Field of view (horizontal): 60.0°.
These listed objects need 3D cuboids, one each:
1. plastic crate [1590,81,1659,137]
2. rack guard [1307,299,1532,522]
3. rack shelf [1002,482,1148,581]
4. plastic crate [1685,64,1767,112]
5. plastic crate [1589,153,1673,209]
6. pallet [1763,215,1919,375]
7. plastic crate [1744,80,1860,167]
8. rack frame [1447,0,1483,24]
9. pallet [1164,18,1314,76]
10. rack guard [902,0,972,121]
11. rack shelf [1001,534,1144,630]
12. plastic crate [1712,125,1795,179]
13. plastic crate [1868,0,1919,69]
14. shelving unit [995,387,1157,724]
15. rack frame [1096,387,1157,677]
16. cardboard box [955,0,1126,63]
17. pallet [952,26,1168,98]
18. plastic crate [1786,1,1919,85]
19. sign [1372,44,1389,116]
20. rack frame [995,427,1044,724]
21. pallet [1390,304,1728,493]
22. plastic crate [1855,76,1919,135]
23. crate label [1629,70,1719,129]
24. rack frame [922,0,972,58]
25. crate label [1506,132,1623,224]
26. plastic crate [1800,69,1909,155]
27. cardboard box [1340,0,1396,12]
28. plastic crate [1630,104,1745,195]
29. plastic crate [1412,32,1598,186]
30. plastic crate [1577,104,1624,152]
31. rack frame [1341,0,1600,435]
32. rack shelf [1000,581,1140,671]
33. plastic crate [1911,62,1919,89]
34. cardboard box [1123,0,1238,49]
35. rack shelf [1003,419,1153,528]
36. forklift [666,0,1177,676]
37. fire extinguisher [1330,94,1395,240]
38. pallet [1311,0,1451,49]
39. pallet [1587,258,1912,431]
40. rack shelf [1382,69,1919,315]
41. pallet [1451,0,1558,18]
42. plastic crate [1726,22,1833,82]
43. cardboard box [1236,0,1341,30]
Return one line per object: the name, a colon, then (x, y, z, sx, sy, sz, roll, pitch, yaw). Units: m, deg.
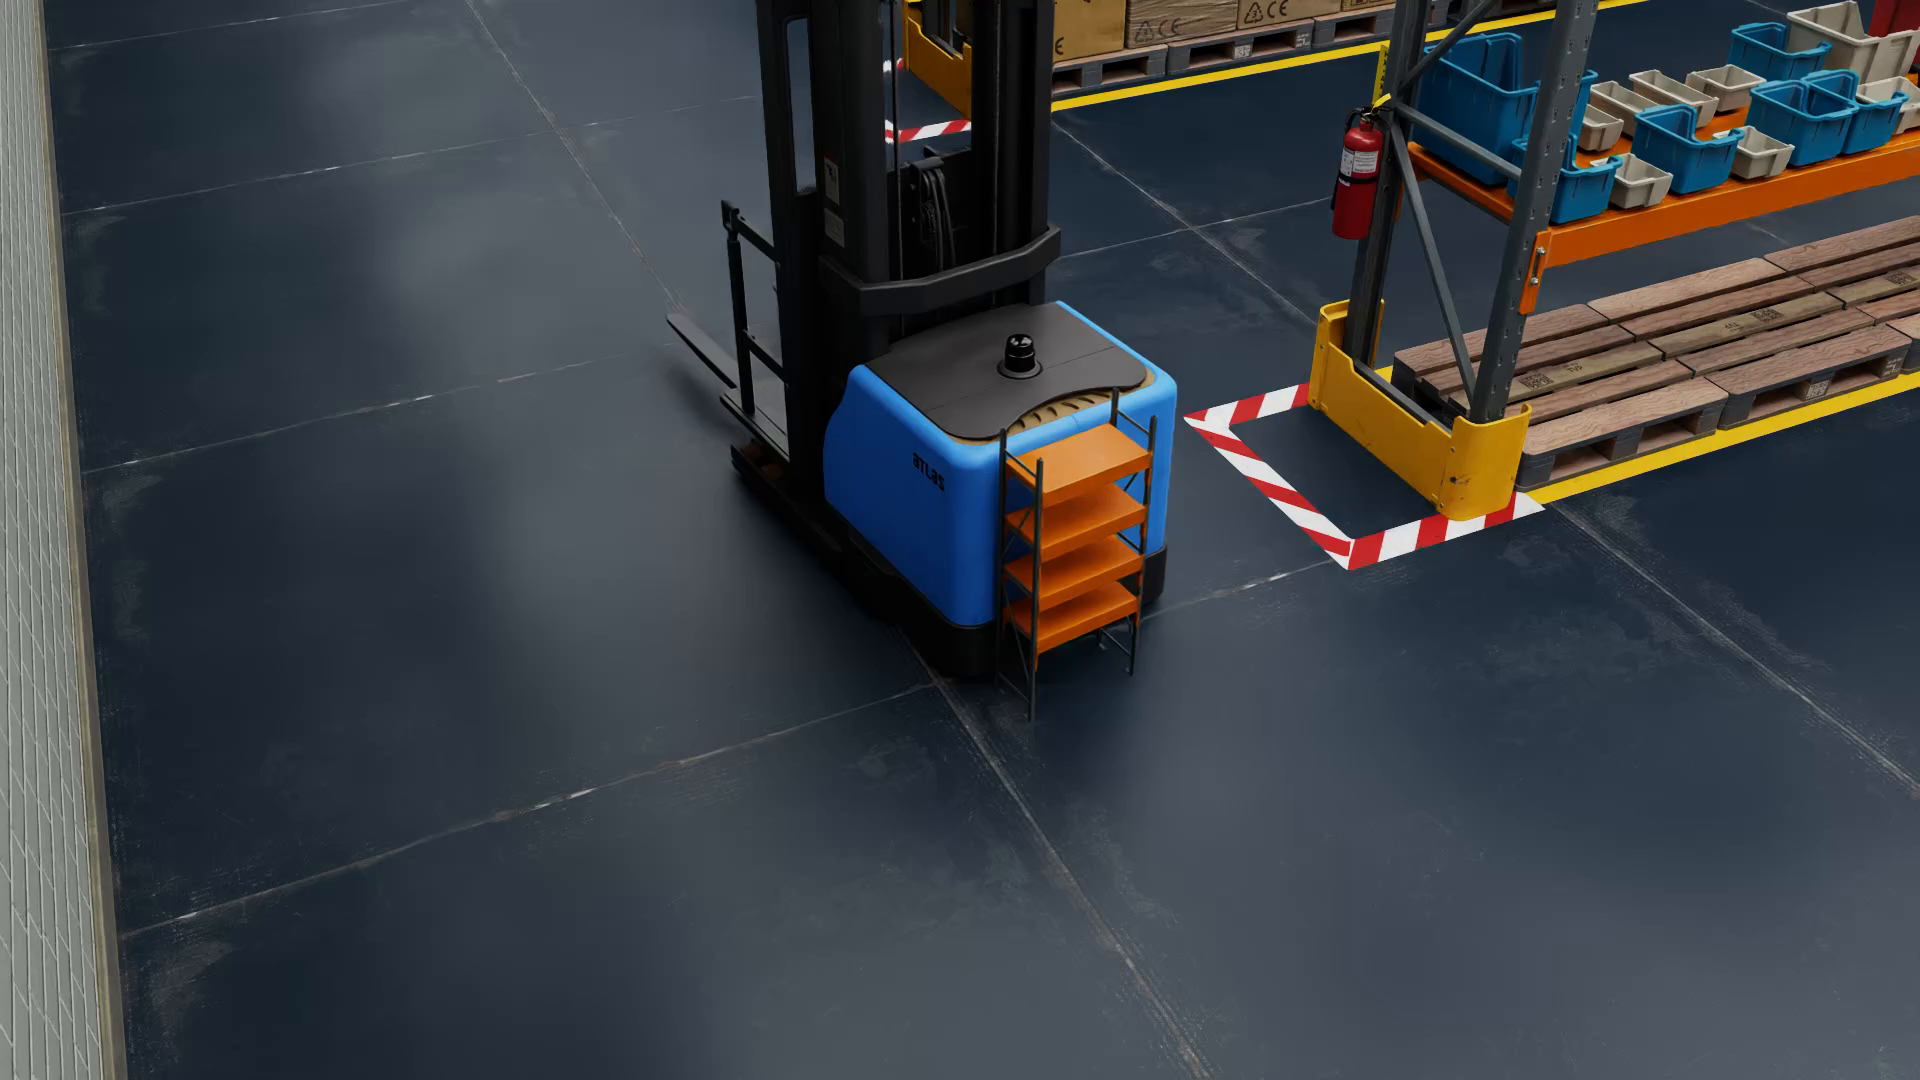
plastic crate: (3.034, -1.933, 7.509, 0.243, 0.136, 0.396, -16, 39, -20)
rack guard: (2.088, -0.628, 7.677, 0.348, 0.500, 1.175, -16, 39, -20)
rack shelf: (0.414, -0.052, 6.049, 0.480, 0.148, 0.258, -21, 42, -26)
plastic crate: (3.536, -2.102, 7.736, 0.250, 0.136, 0.298, -16, 39, -20)
plastic crate: (2.793, -1.485, 6.905, 0.298, 0.136, 0.250, -16, 39, -20)
pallet: (5.076, -1.331, 8.867, 1.213, 0.211, 1.003, -16, 39, -20)
plastic crate: (3.659, -1.820, 7.276, 0.300, 0.233, 0.416, -16, 39, -20)
rack frame: (3.621, -5.329, 11.916, 0.127, 3.000, 1.000, -16, 39, -20)
pallet: (1.793, -3.747, 12.125, 1.213, 0.211, 1.003, -16, 39, -20)
rack guard: (-0.022, -3.306, 11.288, 0.348, 0.500, 1.175, -16, 39, -20)
rack shelf: (0.414, 0.128, 6.183, 0.480, 0.148, 0.258, -21, 42, -26)
plastic crate: (3.407, -1.657, 7.136, 0.298, 0.136, 0.250, -16, 39, -20)
plastic crate: (4.810, -2.617, 8.156, 0.583, 0.464, 0.402, -16, 39, -20)
shelving unit: (0.414, 0.074, 6.143, 0.503, 1.200, 0.258, -21, 42, -26)
rack frame: (0.618, -0.006, 6.250, 0.015, 1.200, 0.240, -21, 42, -26)
cardboard box: (0.545, -3.837, 11.336, 0.875, 0.875, 0.875, -16, 39, -20)
pallet: (0.690, -3.441, 11.712, 1.213, 0.211, 1.003, -16, 39, -20)
plastic crate: (4.264, -2.347, 7.945, 0.530, 0.282, 0.437, -16, 39, -20)
sign: (1.856, -2.003, 7.296, 0.005, 0.325, 0.100, -16, 39, -20)
rack frame: (0.210, 0.153, 6.036, 0.015, 1.200, 0.240, -21, 42, -26)
pallet: (2.867, -0.713, 8.034, 1.213, 0.211, 1.003, -16, 39, -20)
plastic crate: (4.276, -1.973, 7.563, 0.466, 0.136, 0.293, -16, 39, -20)
crate label: (3.276, -2.017, 7.622, 0.243, 0.136, 0.396, -16, 39, -20)
rack frame: (0.000, -4.316, 10.551, 0.127, 3.000, 1.000, -16, 39, -20)
crate label: (2.467, -1.487, 6.827, 0.303, 0.233, 0.416, -16, 39, -20)
plastic crate: (3.931, -1.896, 7.379, 0.300, 0.233, 0.416, -16, 39, -20)
cardboard box: (2.989, -4.520, 12.257, 0.875, 0.875, 0.875, -16, 39, -20)
plastic crate: (3.063, -1.654, 7.052, 0.300, 0.233, 0.416, -16, 39, -20)
plastic crate: (2.328, -1.869, 7.172, 0.499, 0.435, 0.616, -16, 39, -20)
plastic crate: (2.765, -1.867, 7.421, 0.243, 0.136, 0.396, -16, 39, -20)
rack frame: (2.104, -1.645, 6.950, 0.127, 3.000, 1.000, -16, 39, -20)
rack shelf: (0.414, 0.287, 6.302, 0.480, 0.148, 0.258, -21, 42, -26)
plastic crate: (4.826, -2.143, 7.802, 0.590, 0.125, 0.437, -16, 39, -20)
cardboard box: (1.369, -4.067, 11.646, 0.875, 0.875, 0.875, -16, 39, -20)
rack shelf: (0.414, -0.241, 5.908, 0.480, 0.148, 0.258, -21, 42, -26)
forklift: (-0.385, -1.494, 6.804, 1.130, 2.935, 3.031, -21, 42, -26)
fire extinguisher: (1.774, -1.671, 7.363, 0.183, 0.674, 0.296, -16, 39, -20)
pallet: (2.899, -4.058, 12.544, 1.213, 0.211, 1.003, -16, 39, -20)
pallet: (3.970, -1.019, 8.447, 1.213, 0.211, 1.003, -16, 39, -20)
rack shelf: (3.915, -1.862, 7.847, 4.000, 0.370, 1.077, -16, 39, -20)
pallet: (4.287, -4.445, 13.065, 1.213, 0.211, 1.003, -16, 39, -20)
plastic crate: (3.854, -2.260, 7.869, 0.300, 0.233, 0.416, -16, 39, -20)
cardboard box: (2.174, -4.292, 11.950, 0.875, 0.875, 0.875, -16, 39, -20)
